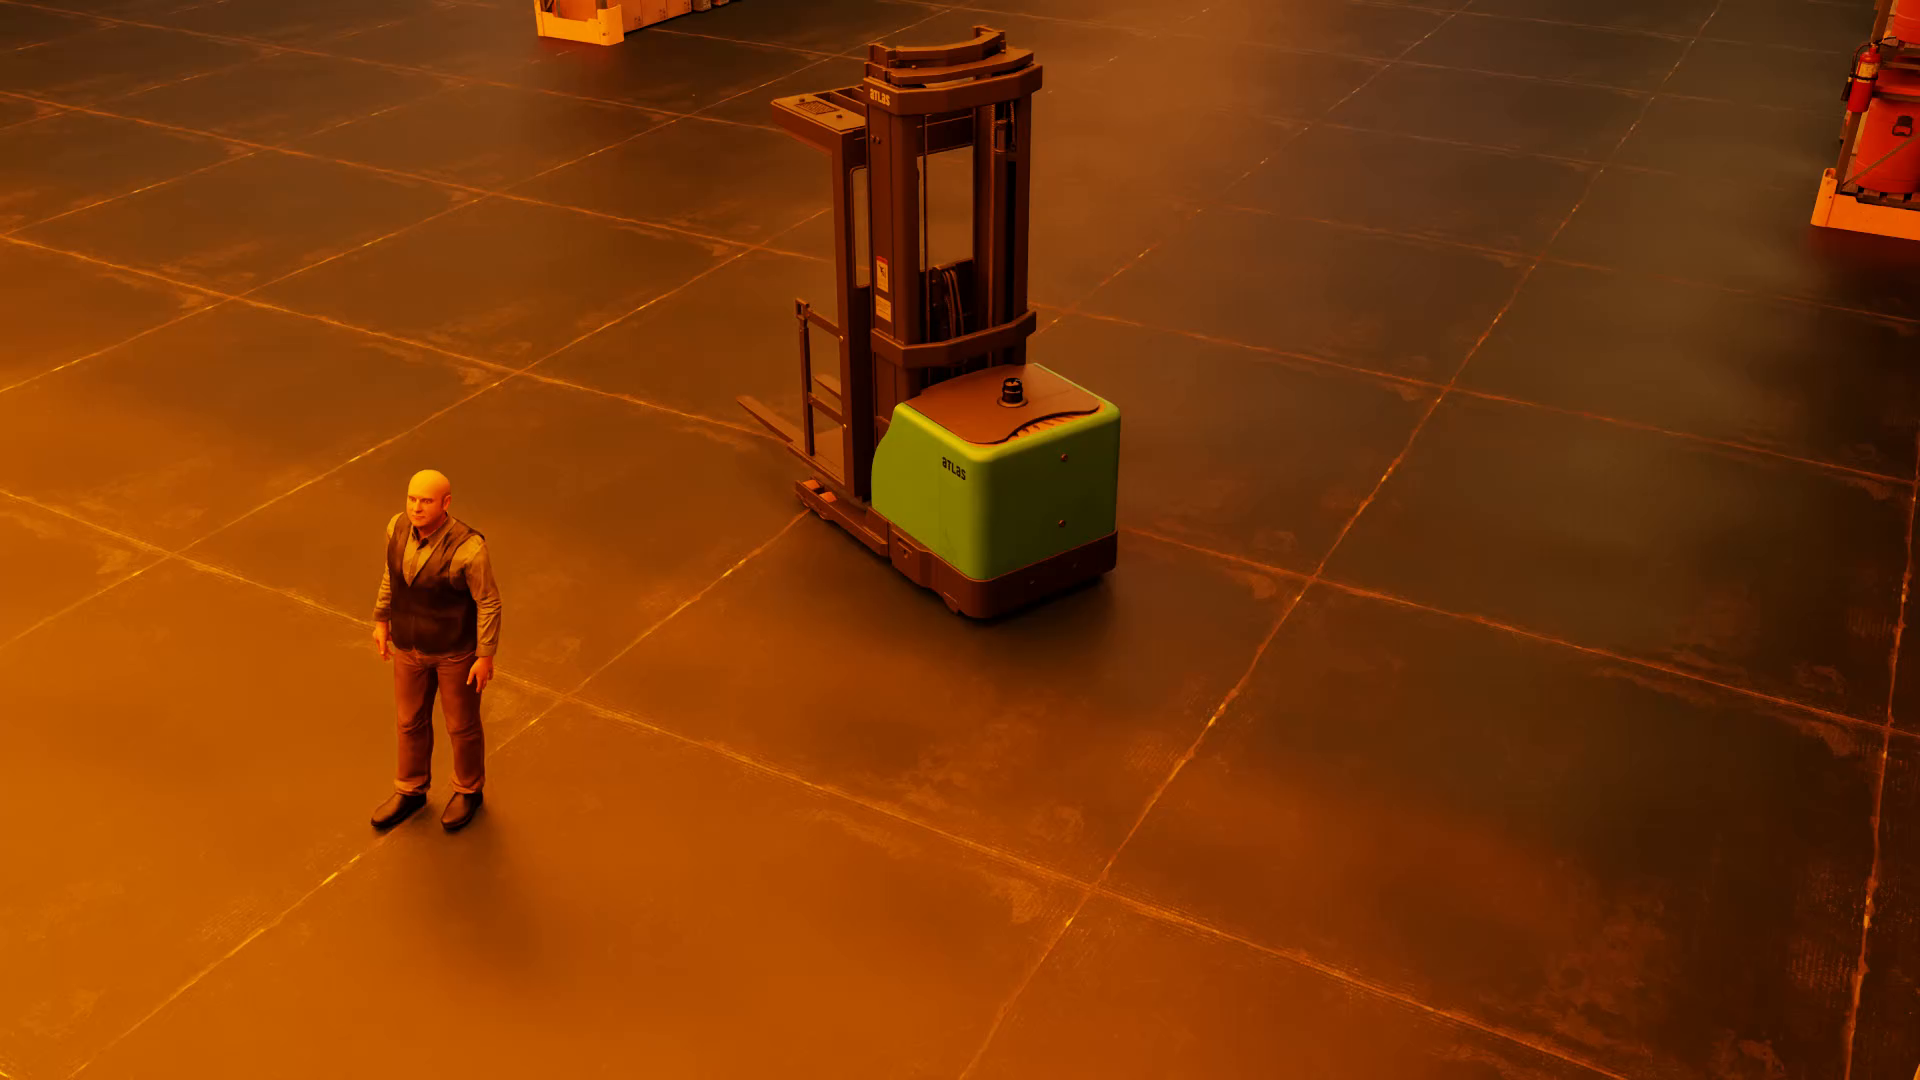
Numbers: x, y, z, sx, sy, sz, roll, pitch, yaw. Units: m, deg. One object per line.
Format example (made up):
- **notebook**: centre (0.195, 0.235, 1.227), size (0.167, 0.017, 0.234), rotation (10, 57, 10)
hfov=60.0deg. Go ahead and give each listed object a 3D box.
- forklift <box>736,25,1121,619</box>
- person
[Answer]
- **forklift**: centre (-0.363, -1.523, 9.709), size (1.130, 2.935, 3.031), rotation (-20, 35, -30)
- **person**: centre (-2.354, 0.508, 7.386), size (0.632, 1.720, 0.569), rotation (12, 32, 19)
